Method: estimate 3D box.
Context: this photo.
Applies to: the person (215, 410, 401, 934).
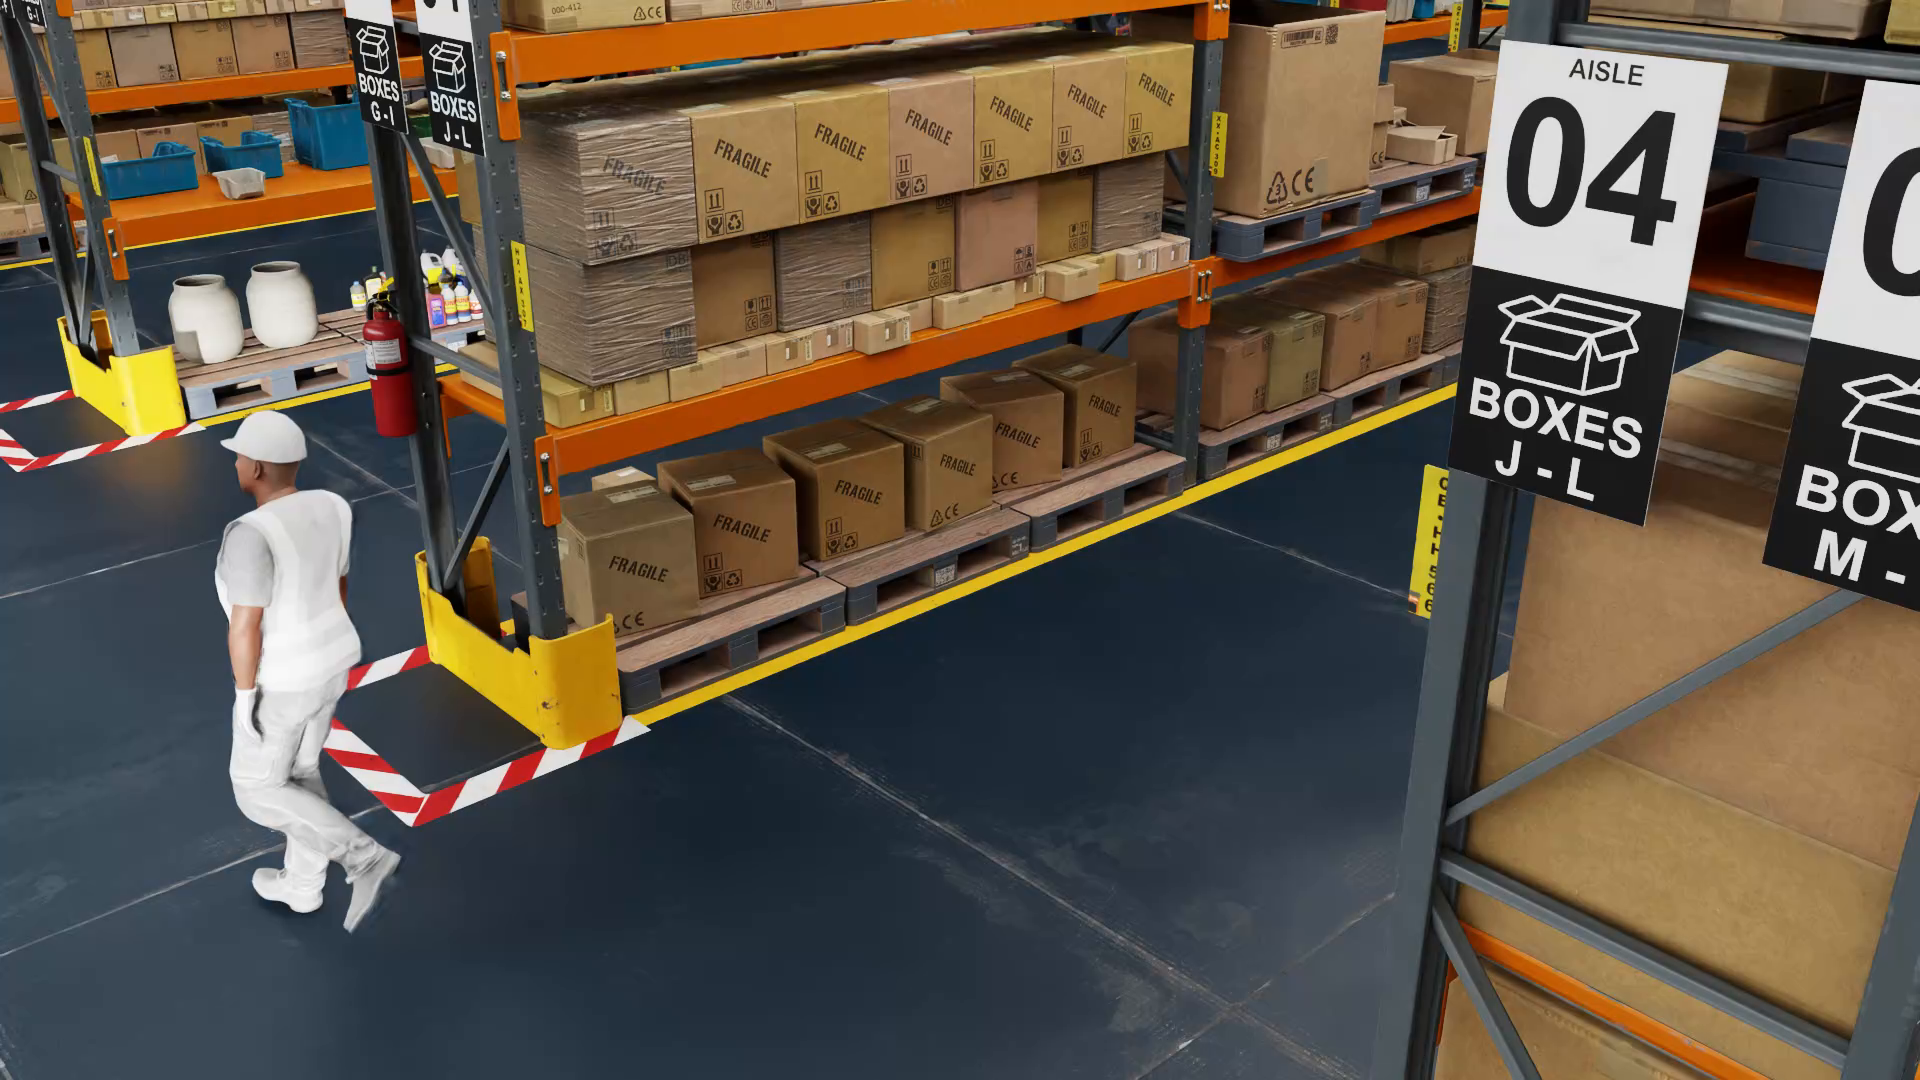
[{"bbox_3d":[-2.170,0.445,5.573,0.683,1.755,0.611,7,25,14],"label":"person"}]
